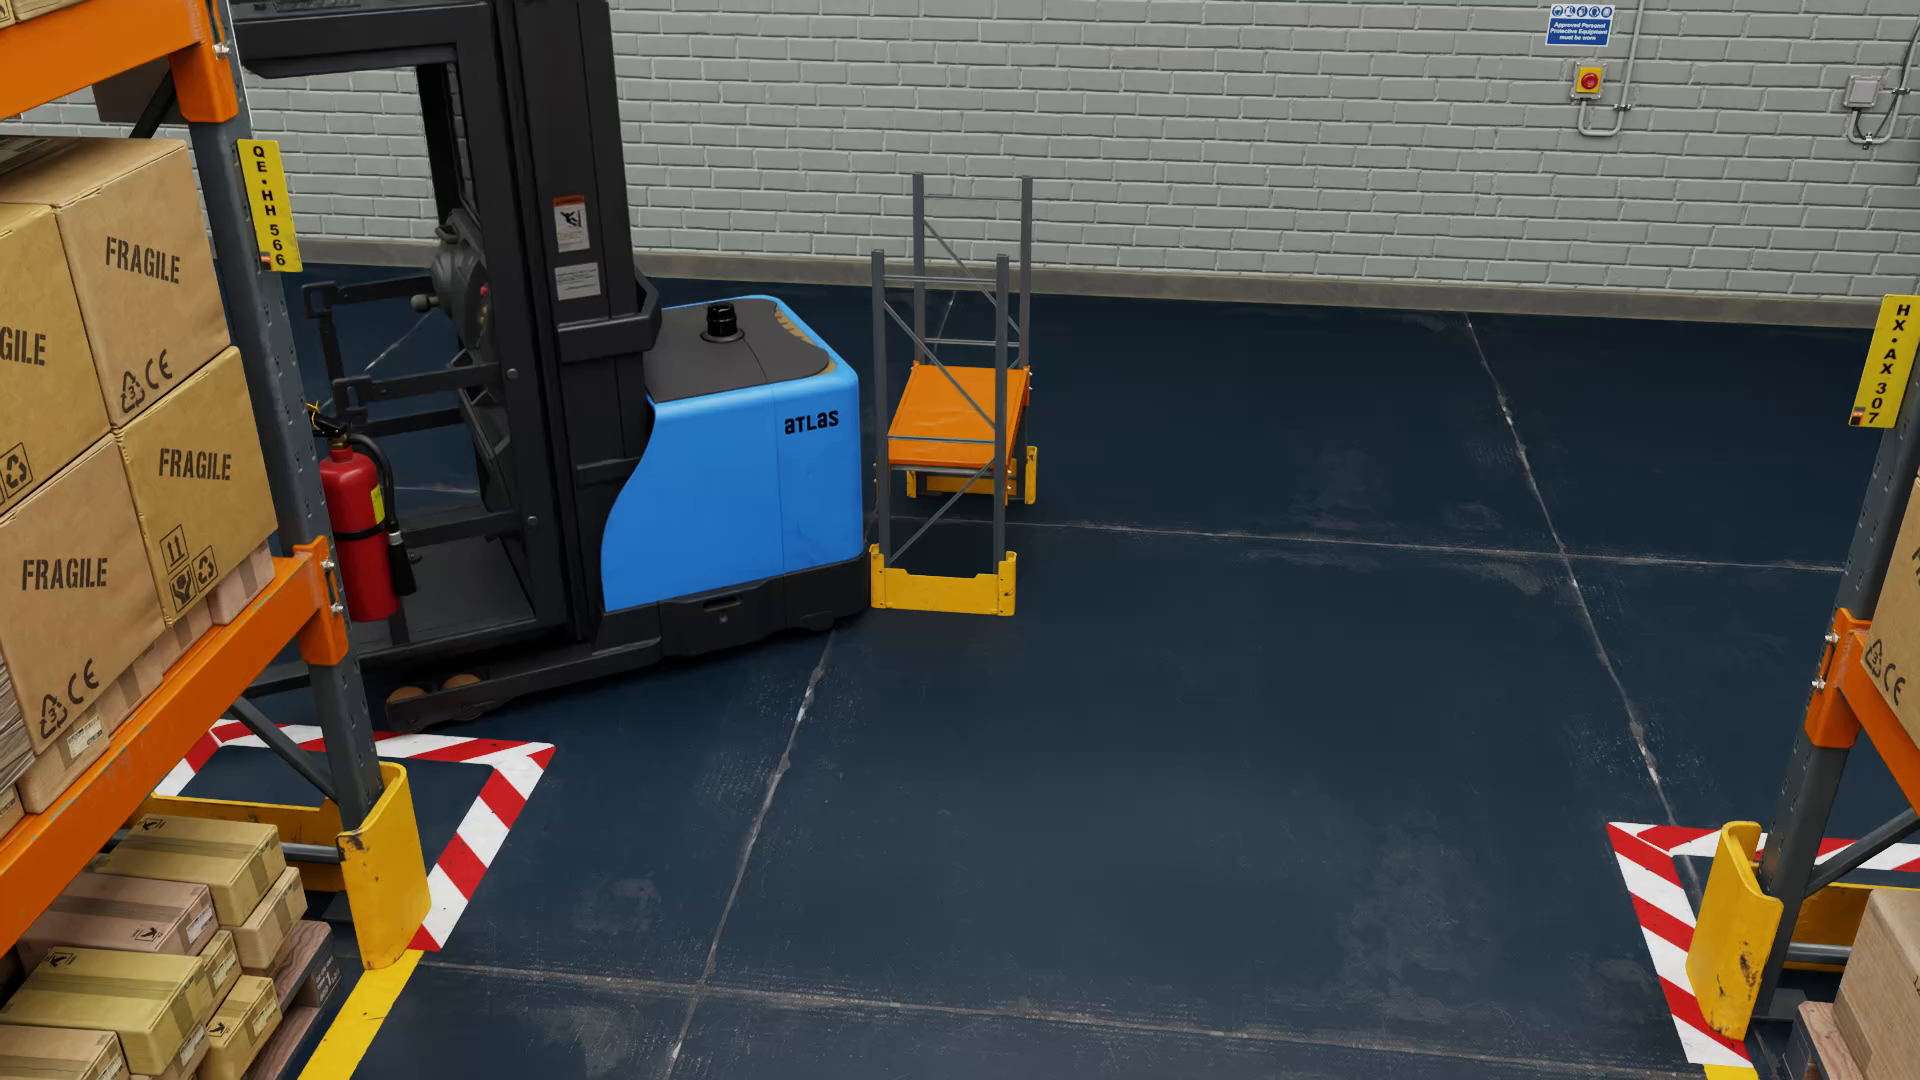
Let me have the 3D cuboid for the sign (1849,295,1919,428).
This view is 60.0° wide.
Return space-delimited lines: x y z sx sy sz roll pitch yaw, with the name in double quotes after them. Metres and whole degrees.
2.154 -0.412 3.855 0.100 0.325 0.005 3 28 6 "sign"

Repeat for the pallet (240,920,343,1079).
-2.365 1.443 4.349 1.003 0.211 1.213 3 28 6 "pallet"

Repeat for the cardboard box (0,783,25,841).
-2.133 0.557 3.318 0.380 0.149 0.250 2 28 4 "cardboard box"

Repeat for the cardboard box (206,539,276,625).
-1.980 0.080 4.204 0.380 0.149 0.250 3 28 6 "cardboard box"

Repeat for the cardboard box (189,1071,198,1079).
-2.127 1.376 4.097 0.380 0.149 0.250 3 28 6 "cardboard box"

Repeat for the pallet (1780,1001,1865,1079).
2.684 1.648 3.969 1.003 0.211 1.213 3 28 6 "pallet"

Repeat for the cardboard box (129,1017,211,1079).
-2.064 1.248 4.020 0.380 0.149 0.250 2 28 4 "cardboard box"

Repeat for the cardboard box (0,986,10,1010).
-2.571 1.216 4.079 0.380 0.149 0.250 4 29 7 "cardboard box"

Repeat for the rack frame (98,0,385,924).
-2.221 -0.201 4.460 1.000 3.000 0.127 3 28 6 "rack frame"

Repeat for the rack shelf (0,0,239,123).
-2.466 -0.263 2.172 1.077 0.370 4.000 3 28 6 "rack shelf"

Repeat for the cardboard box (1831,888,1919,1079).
2.723 1.299 3.935 0.875 0.438 0.875 2 28 4 "cardboard box"

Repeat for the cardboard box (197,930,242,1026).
-2.088 1.123 4.251 0.380 0.149 0.250 3 28 5 "cardboard box"

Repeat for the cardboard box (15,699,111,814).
-2.072 0.435 3.545 0.380 0.149 0.250 4 29 8 "cardboard box"

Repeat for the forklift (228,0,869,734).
-1.924 -0.881 5.796 3.031 2.935 1.130 -12 31 -22 "forklift"

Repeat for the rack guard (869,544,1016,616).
-0.070 0.160 6.689 0.587 0.250 0.087 3 28 6 "rack guard"

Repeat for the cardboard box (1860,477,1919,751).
2.361 0.205 3.602 0.500 0.500 0.500 3 28 6 "cardboard box"

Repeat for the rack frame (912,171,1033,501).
0.052 -0.859 7.264 0.500 1.500 0.032 3 28 6 "rack frame"

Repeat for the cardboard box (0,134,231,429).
-2.030 -0.586 3.702 0.500 0.500 0.500 3 28 5 "cardboard box"

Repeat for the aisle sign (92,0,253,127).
-1.914 -1.362 3.875 0.394 0.787 0.004 3 28 6 "aisle sign"

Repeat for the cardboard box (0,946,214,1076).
-2.028 1.116 3.952 0.380 0.149 0.250 3 28 5 "cardboard box"

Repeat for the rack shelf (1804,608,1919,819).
2.459 1.298 2.437 1.077 0.370 4.000 3 28 6 "rack shelf"

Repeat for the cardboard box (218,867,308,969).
-2.002 1.004 4.474 0.380 0.149 0.250 3 28 5 "cardboard box"

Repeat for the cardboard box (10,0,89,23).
-2.014 -1.226 3.358 0.500 0.250 0.500 3 28 5 "cardboard box"

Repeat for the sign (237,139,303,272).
-1.672 -0.808 4.033 0.100 0.325 0.005 3 28 6 "sign"

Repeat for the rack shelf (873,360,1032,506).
-0.010 -0.462 6.905 0.538 0.185 1.000 3 28 6 "rack shelf"

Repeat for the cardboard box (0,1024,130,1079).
-2.122 1.234 3.733 0.380 0.149 0.250 2 28 4 "cardboard box"

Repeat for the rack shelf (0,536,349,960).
-2.466 1.057 2.883 1.077 0.370 4.000 3 28 6 "rack shelf"

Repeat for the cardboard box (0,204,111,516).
-2.092 -0.348 3.259 0.500 0.500 0.500 2 28 4 "cardboard box"

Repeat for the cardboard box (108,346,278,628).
-2.020 -0.149 3.945 0.500 0.500 0.500 4 29 7 "cardboard box"

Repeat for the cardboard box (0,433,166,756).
-2.089 0.093 3.496 0.500 0.500 0.500 3 28 5 "cardboard box"

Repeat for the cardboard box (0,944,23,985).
-2.537 0.971 4.220 0.380 0.149 0.250 4 29 7 "cardboard box"

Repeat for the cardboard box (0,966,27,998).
-2.629 1.096 4.303 0.380 0.149 0.250 3 28 6 "cardboard box"

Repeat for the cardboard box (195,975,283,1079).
-2.009 1.256 4.318 0.380 0.149 0.250 4 29 8 "cardboard box"

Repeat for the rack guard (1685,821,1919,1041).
2.707 1.129 4.628 1.175 0.500 0.348 3 28 6 "rack guard"

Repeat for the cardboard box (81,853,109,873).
-2.540 0.970 4.536 0.380 0.149 0.250 5 29 8 "cardboard box"

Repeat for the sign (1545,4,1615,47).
3.332 -2.767 8.938 0.327 0.218 0.001 3 28 6 "sign"

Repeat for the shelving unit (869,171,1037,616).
-0.009 -0.624 6.828 0.587 1.500 1.083 3 28 6 "shelving unit"

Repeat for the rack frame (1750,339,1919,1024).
2.704 0.039 4.014 1.000 3.000 0.127 3 28 6 "rack frame"

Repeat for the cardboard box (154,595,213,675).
-2.048 0.195 3.991 0.380 0.149 0.250 3 28 6 "cardboard box"

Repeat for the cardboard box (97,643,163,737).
-2.064 0.314 3.770 0.380 0.149 0.250 3 28 6 "cardboard box"

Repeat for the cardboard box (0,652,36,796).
-2.141 0.332 3.052 0.500 0.500 0.500 3 29 6 "cardboard box"

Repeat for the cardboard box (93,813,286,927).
-2.034 0.871 4.406 0.380 0.149 0.250 4 29 7 "cardboard box"

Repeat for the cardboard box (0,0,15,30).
-2.069 -0.985 2.912 0.500 0.250 0.500 3 28 6 "cardboard box"

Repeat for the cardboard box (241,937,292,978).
-2.078 1.129 4.554 0.380 0.149 0.250 4 29 7 "cardboard box"

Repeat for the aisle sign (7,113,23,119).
-2.509 -1.397 3.940 0.394 0.787 0.004 3 28 6 "aisle sign"

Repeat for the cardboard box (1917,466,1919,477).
2.363 -0.235 3.365 0.500 0.500 0.500 3 28 5 "cardboard box"

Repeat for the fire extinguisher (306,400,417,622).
-1.732 -0.094 4.737 0.296 0.674 0.183 3 28 6 "fire extinguisher"

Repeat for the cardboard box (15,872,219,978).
-2.122 0.986 4.192 0.380 0.149 0.250 4 29 7 "cardboard box"

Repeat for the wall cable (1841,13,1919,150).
4.781 -2.987 8.560 0.588 1.984 0.122 3 28 6 "wall cable"

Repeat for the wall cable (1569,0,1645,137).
3.372 -3.077 8.695 0.585 1.953 0.123 3 28 6 "wall cable"

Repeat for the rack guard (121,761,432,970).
-2.230 0.935 4.986 1.175 0.500 0.348 3 28 6 "rack guard"

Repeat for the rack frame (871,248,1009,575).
-0.073 -0.381 6.376 0.500 1.500 0.032 3 28 6 "rack frame"

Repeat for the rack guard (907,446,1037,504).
0.052 -0.309 7.559 0.587 0.250 0.087 3 28 6 "rack guard"
